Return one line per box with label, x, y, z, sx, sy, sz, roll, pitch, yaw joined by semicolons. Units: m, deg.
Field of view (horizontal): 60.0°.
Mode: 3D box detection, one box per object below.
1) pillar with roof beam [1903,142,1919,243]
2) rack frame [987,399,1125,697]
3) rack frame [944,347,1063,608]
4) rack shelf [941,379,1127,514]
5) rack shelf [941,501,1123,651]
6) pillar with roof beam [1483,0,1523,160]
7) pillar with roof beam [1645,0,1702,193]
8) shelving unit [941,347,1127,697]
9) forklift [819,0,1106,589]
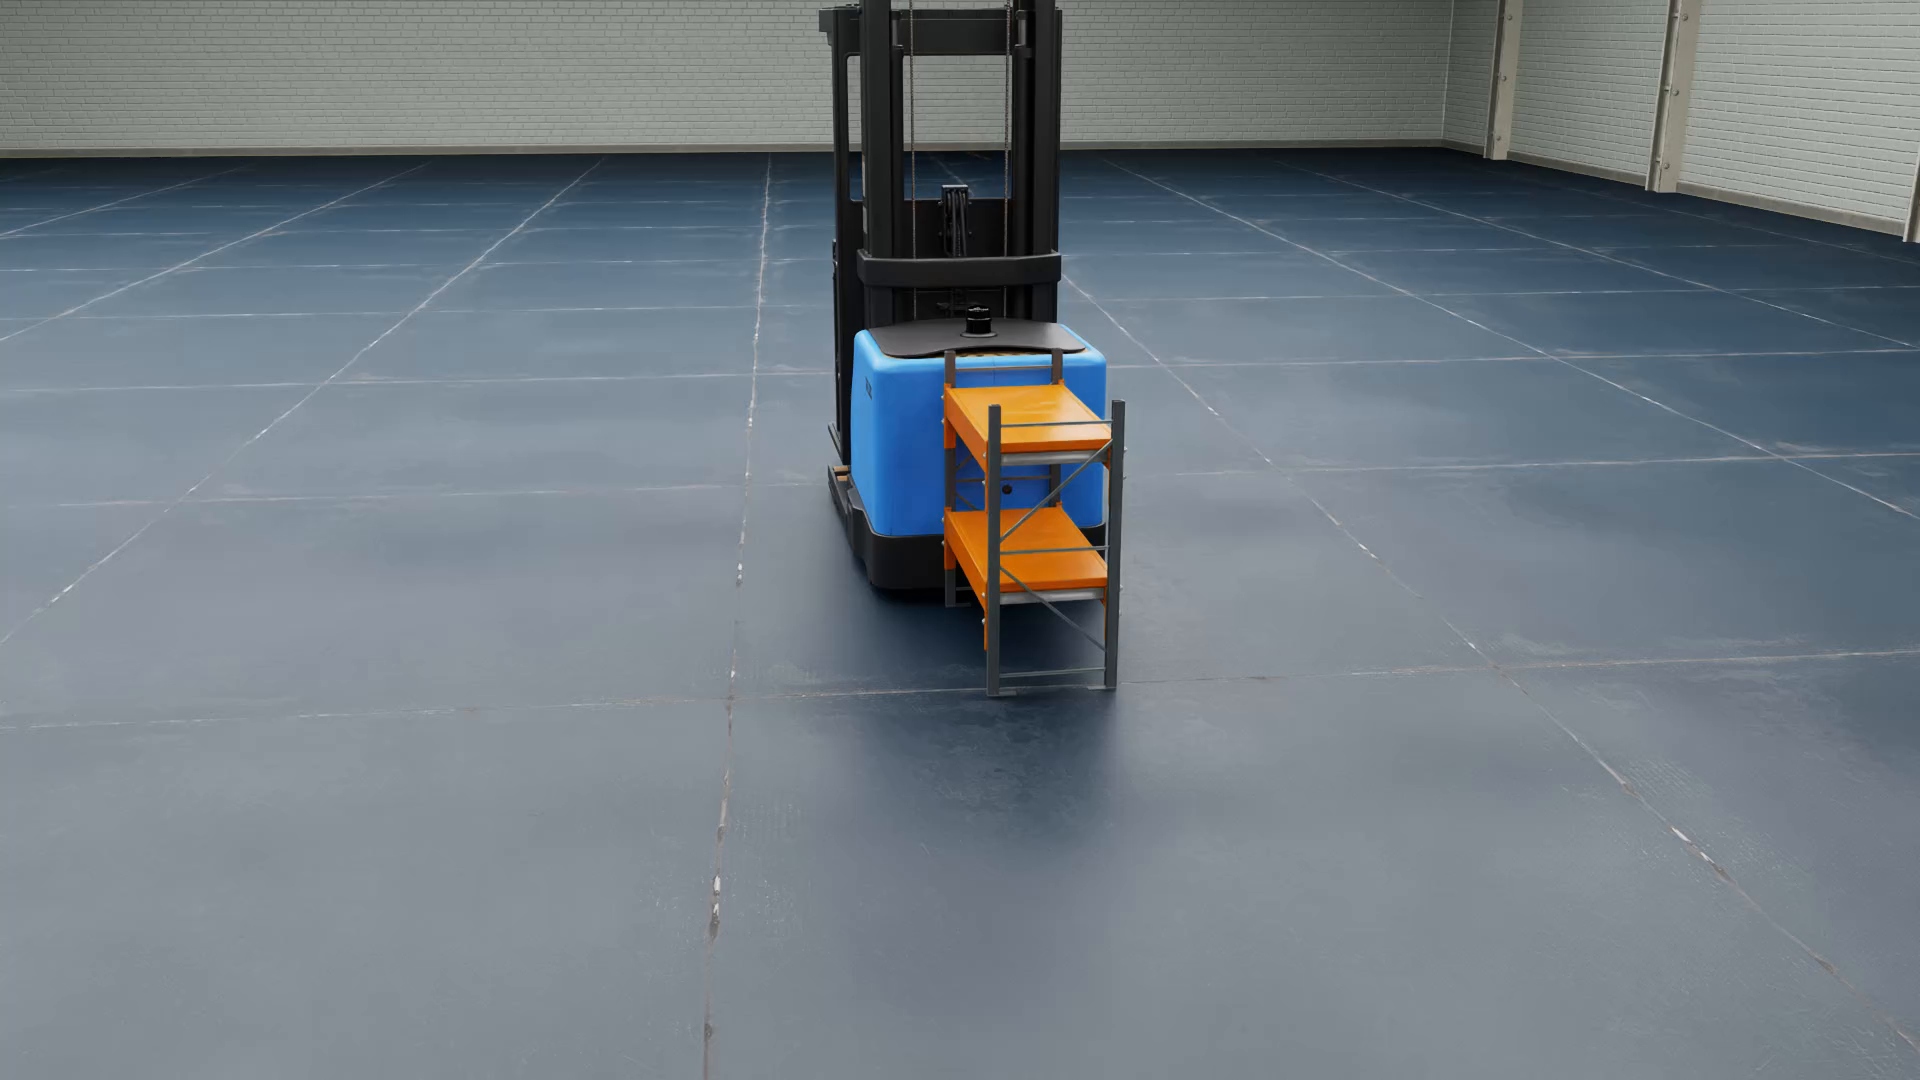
pillar with roof beam;6.732;-7.544;17.184;9.100;9.000;0.400;-2;18;-6
rack frame;0.350;0.041;6.167;0.500;1.125;0.032;-3;18;-9
rack frame;0.184;-0.259;7.124;0.500;1.125;0.032;-3;18;-9
rack shelf;0.267;-0.388;6.558;0.538;0.278;1.000;-3;18;-9
rack shelf;0.267;0.124;6.719;0.538;0.278;1.000;-3;18;-9
pillar with roof beam;5.494;-11.119;28.572;9.100;9.000;0.400;-2;18;-6
pillar with roof beam;6.113;-9.332;22.878;9.100;9.000;0.400;-2;18;-6
shelving unit;0.267;-0.109;6.646;0.538;1.125;1.048;-3;18;-9
forklift;-0.103;-1.582;8.323;1.130;2.935;3.031;-3;18;-9
